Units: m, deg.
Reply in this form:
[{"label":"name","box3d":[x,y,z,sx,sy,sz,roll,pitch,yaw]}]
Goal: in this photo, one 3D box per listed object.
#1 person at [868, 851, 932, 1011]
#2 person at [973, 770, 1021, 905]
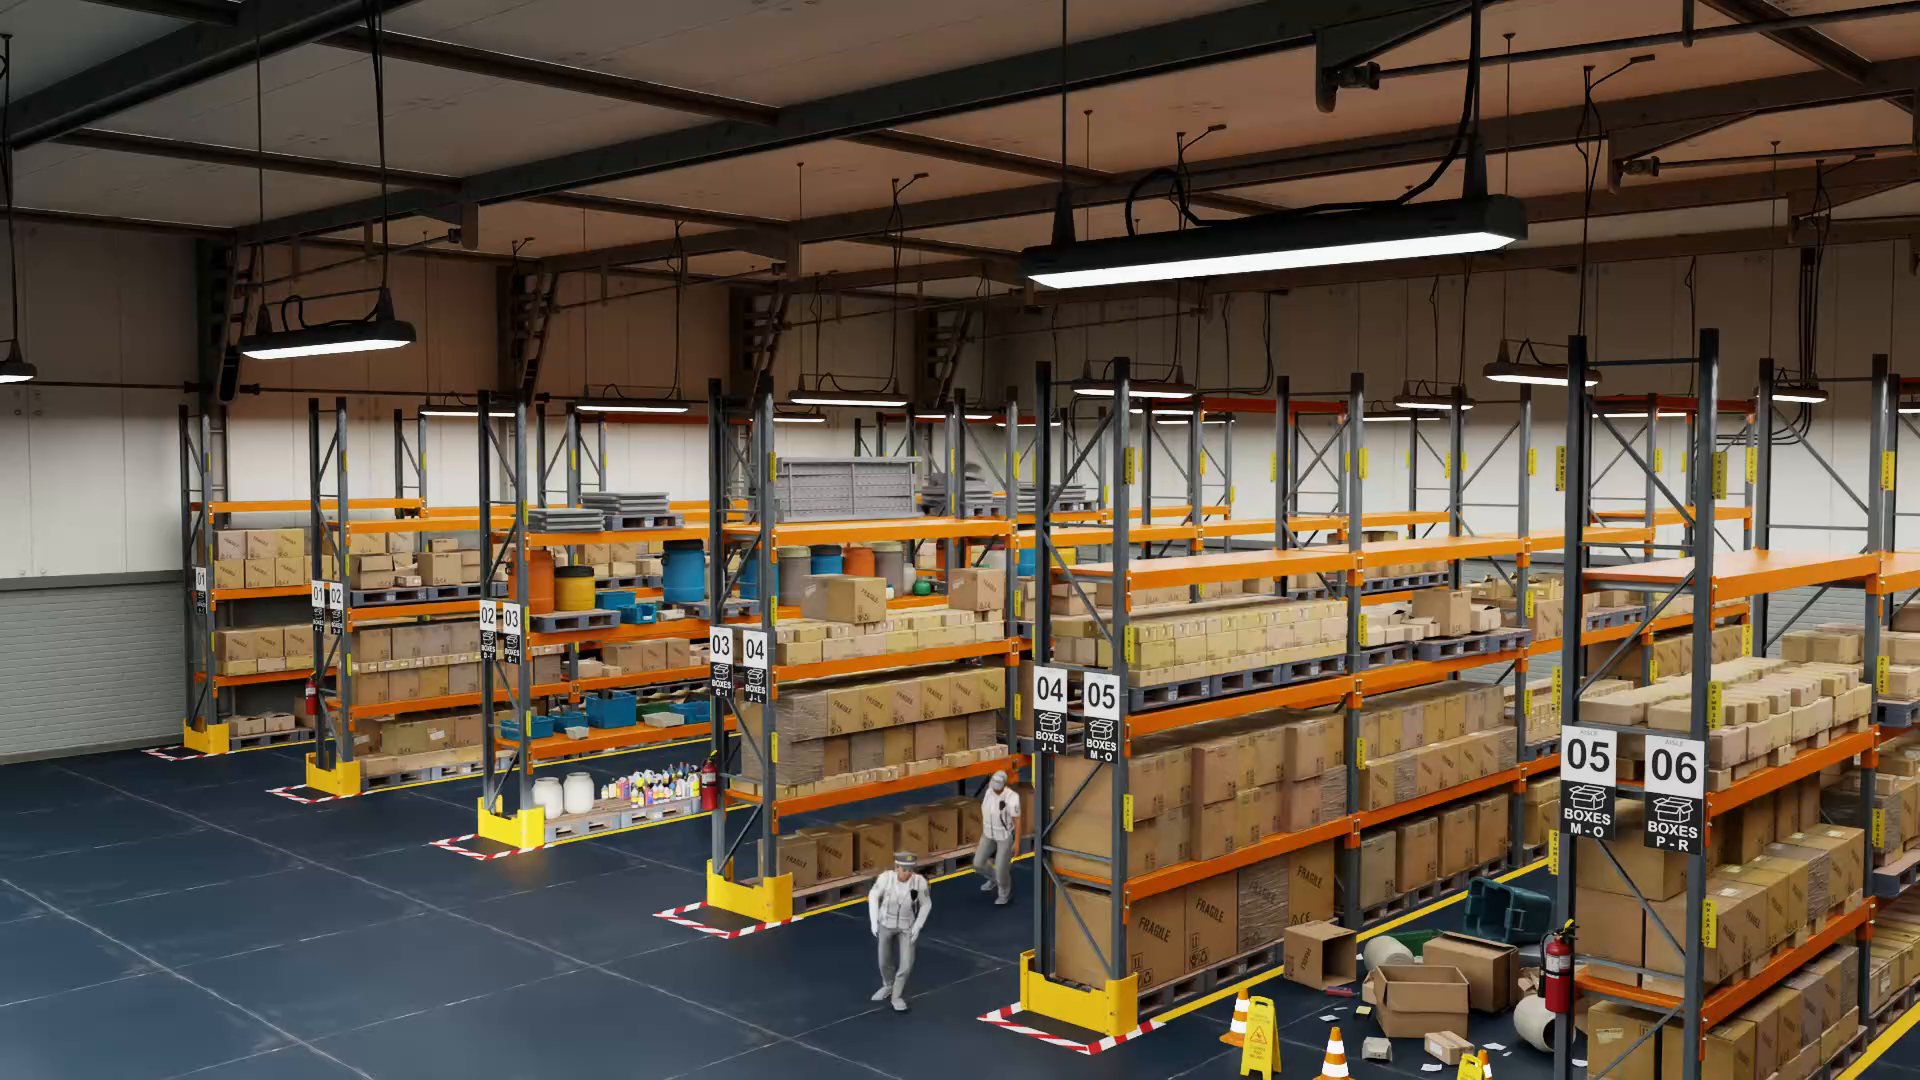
[{"label":"person","box3d":[-0.552,3.593,15.401,0.595,1.557,0.784,0,3,2]},{"label":"person","box3d":[0.442,3.369,18.939,0.737,1.580,0.674,2,4,37]}]
